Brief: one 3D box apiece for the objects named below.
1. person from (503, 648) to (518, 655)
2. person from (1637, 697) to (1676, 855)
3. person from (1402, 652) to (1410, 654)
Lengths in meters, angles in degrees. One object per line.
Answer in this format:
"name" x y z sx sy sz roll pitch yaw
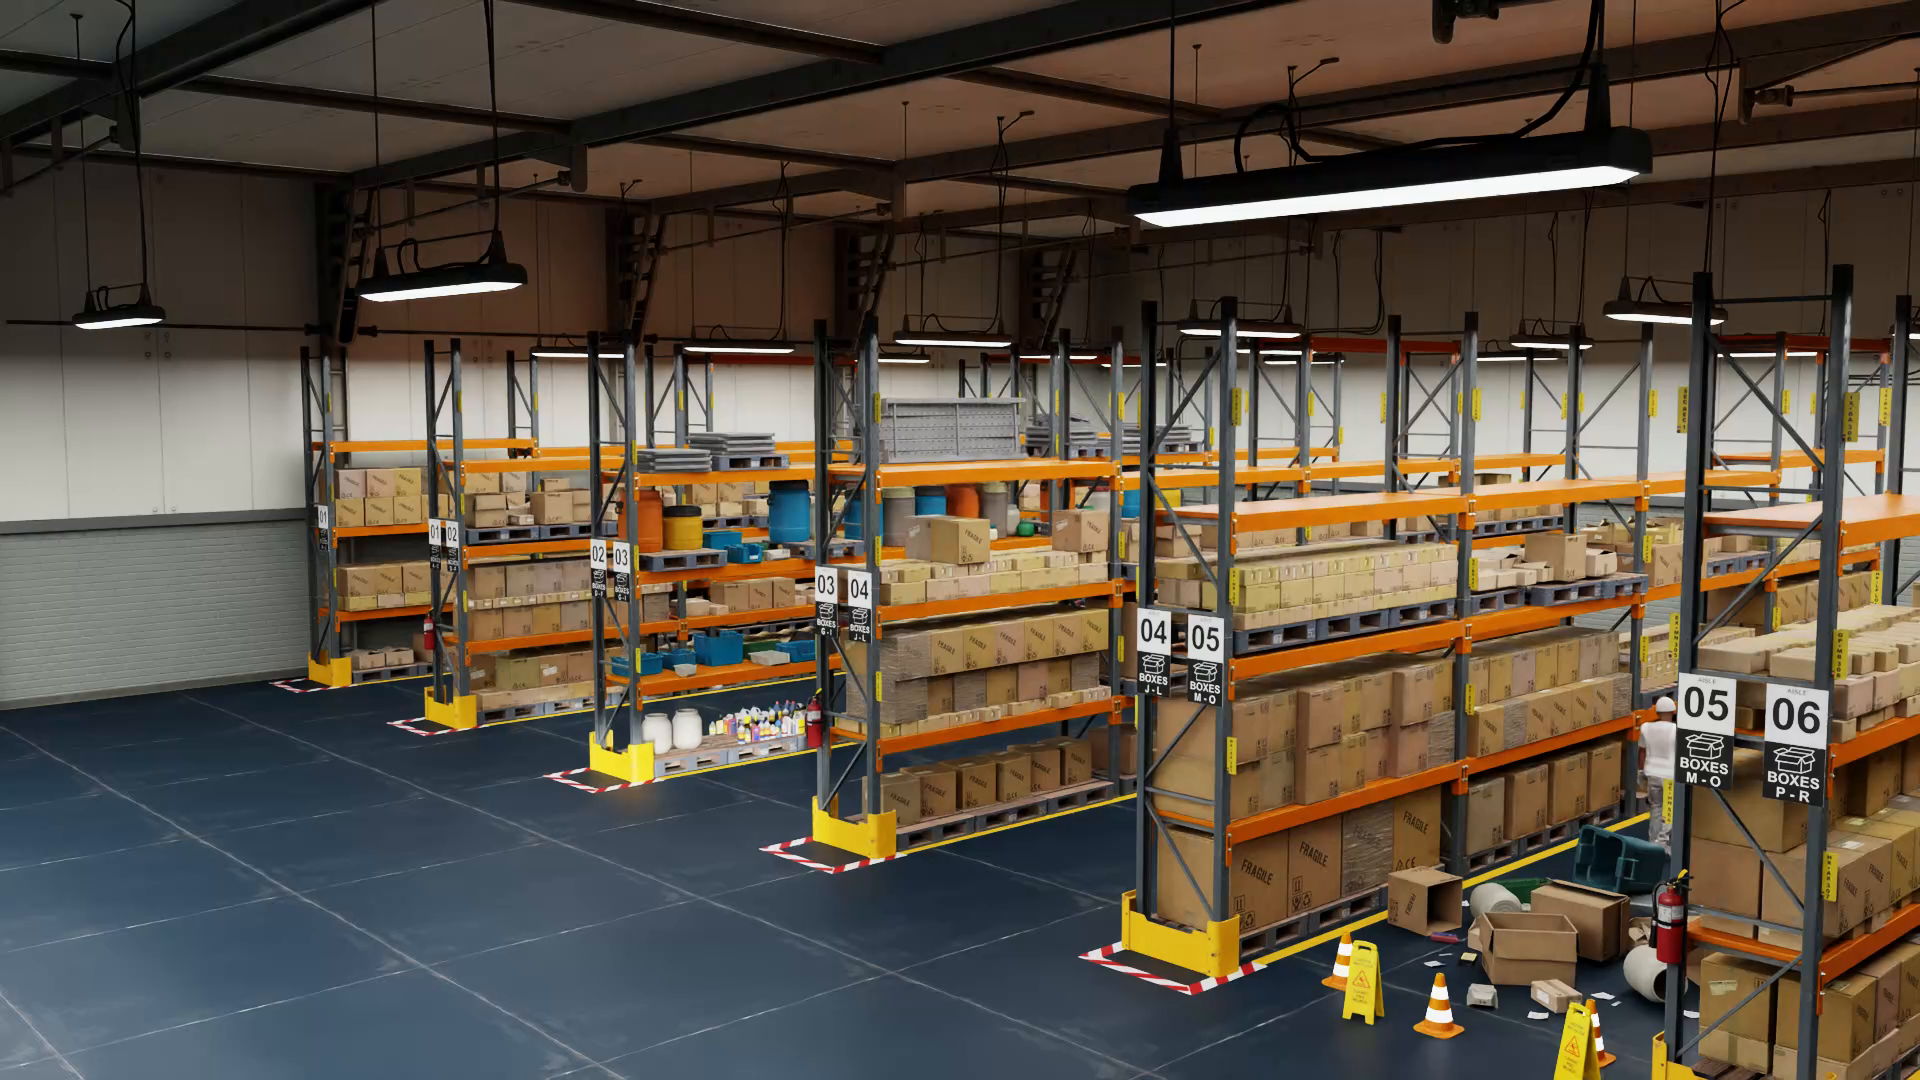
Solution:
"person" -7.623 1.872 28.561 0.708 1.580 0.622 -4 7 -41
"person" 7.863 2.648 18.604 0.553 1.783 0.583 -5 7 -42
"person" 5.906 2.365 22.199 0.554 1.749 0.476 2 6 26
